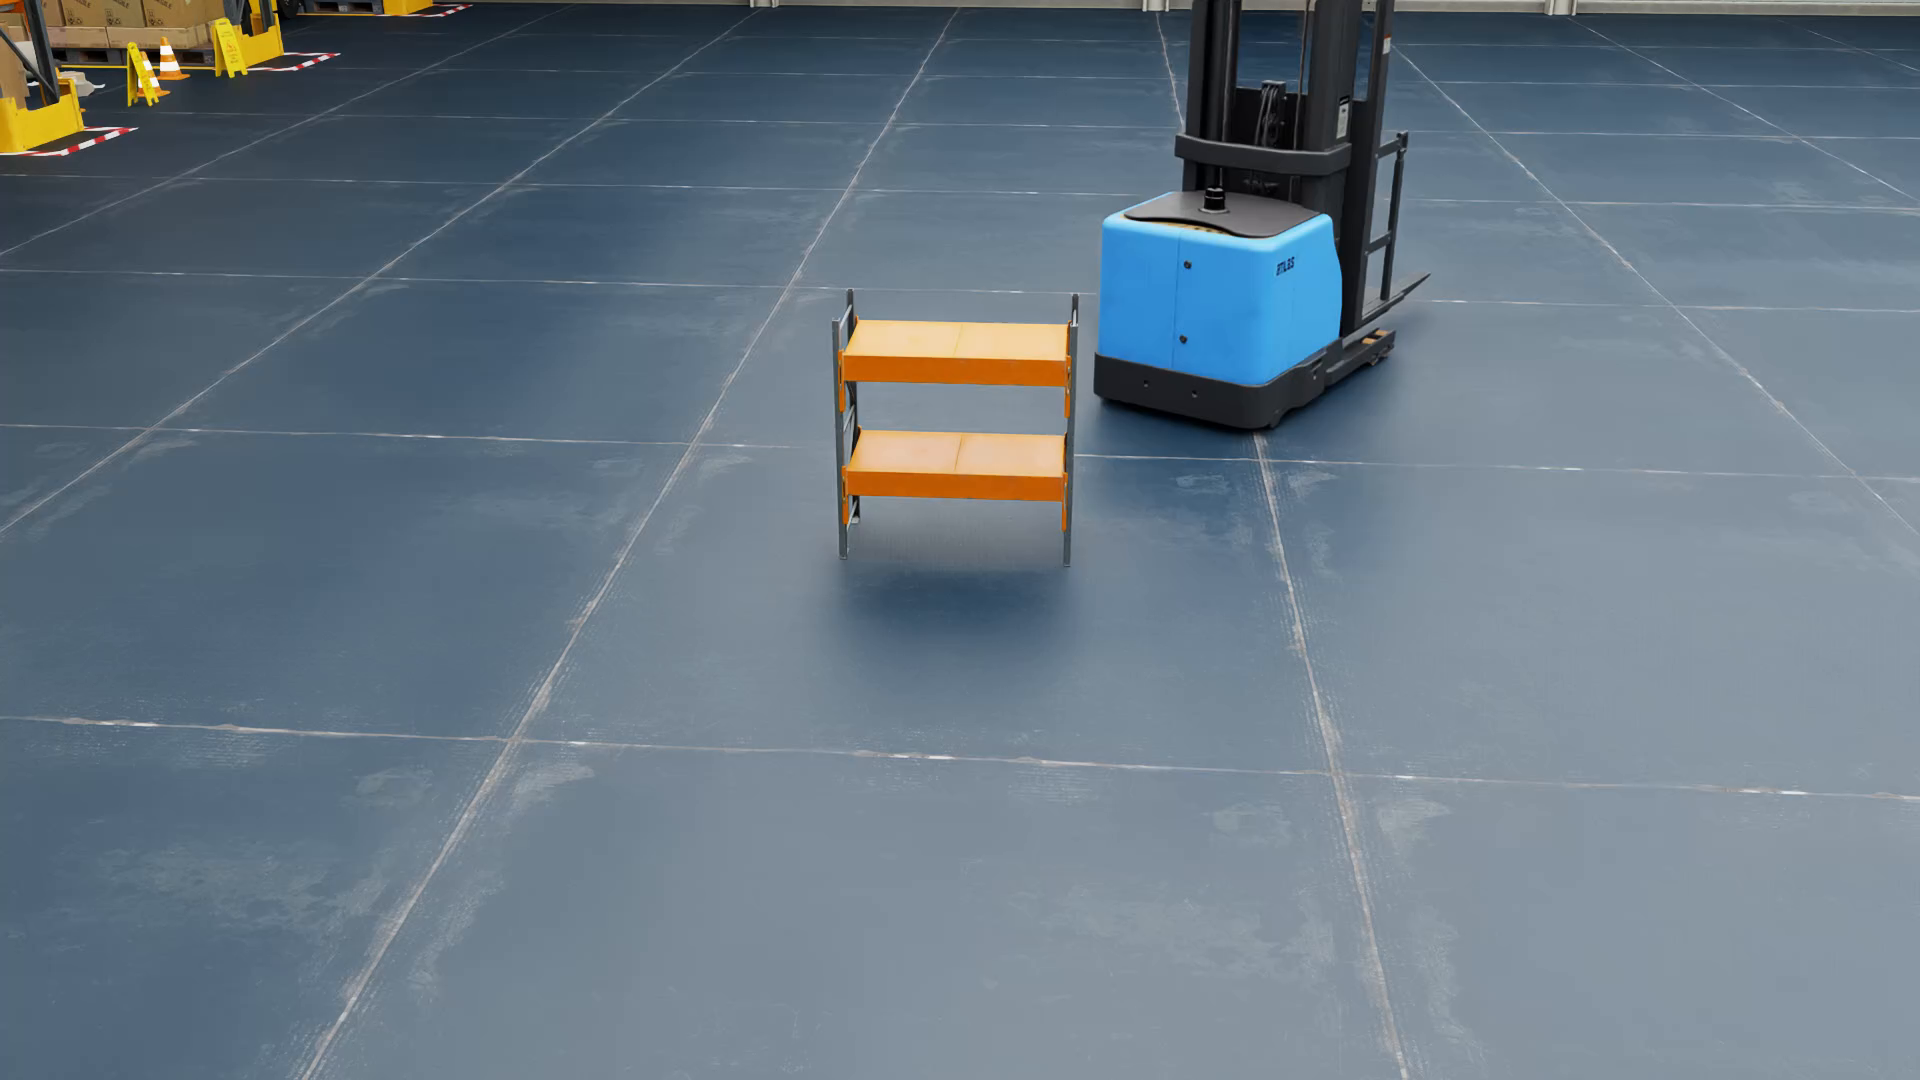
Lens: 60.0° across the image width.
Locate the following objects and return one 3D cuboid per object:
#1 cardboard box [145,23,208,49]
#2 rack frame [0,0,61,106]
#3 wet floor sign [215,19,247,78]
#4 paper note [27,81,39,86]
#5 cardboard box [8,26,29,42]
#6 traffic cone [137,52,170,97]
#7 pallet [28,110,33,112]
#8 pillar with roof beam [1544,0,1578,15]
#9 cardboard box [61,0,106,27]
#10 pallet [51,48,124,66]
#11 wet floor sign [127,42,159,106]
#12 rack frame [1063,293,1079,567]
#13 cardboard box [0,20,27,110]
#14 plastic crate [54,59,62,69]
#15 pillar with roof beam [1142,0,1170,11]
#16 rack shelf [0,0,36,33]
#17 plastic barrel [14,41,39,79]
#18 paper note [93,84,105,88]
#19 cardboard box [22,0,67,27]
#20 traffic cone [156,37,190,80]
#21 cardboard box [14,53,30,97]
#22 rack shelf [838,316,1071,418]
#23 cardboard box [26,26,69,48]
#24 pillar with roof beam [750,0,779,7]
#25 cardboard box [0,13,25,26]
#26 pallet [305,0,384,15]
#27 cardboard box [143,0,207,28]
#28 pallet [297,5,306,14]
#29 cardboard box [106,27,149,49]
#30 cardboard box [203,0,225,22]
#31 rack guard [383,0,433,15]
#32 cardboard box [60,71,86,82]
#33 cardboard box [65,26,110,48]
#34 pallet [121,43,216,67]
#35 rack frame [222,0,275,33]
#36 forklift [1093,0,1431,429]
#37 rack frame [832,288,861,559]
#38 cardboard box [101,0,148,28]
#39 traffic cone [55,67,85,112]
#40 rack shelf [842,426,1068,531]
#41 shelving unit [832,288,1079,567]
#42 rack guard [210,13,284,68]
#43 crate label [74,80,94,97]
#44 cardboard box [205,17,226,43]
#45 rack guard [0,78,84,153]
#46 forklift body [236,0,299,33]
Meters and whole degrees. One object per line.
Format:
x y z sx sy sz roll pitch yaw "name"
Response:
-9.600 -6.184 20.388 0.500 0.250 0.500 2 25 4 "cardboard box"
-9.028 -5.262 15.597 0.127 3.000 1.000 2 25 4 "rack frame"
-8.642 -5.806 19.597 0.232 0.644 0.267 11 27 22 "wet floor sign"
-10.680 -5.264 19.168 0.142 0.019 0.148 11 27 22 "paper note"
-11.637 -6.254 20.540 0.500 0.250 0.500 3 25 7 "cardboard box"
-9.023 -5.178 18.450 0.334 0.463 0.336 2 25 4 "traffic cone"
-9.831 -3.988 16.164 1.213 0.211 1.003 2 25 4 "pallet"
8.619 -10.150 19.043 0.400 9.000 9.100 2 25 4 "pillar with roof beam"
-10.591 -6.562 20.312 0.500 0.500 0.500 1 25 3 "cardboard box"
-10.846 -6.145 20.851 1.213 0.211 1.003 2 25 4 "pallet"
-8.847 -5.017 17.880 0.232 0.644 0.267 -2 25 -5 "wet floor sign"
0.500 -0.495 7.480 0.032 1.125 0.500 2 25 4 "rack frame"
-9.709 -4.481 15.940 0.875 0.875 0.875 2 25 4 "cardboard box"
-11.235 -5.738 20.124 0.583 0.080 0.402 -7 26 -14 "plastic crate"
2.637 -10.342 19.460 0.400 9.000 9.100 2 25 4 "pillar with roof beam"
-11.022 -4.999 15.886 4.000 0.370 1.077 2 25 4 "rack shelf"
-10.925 -5.593 19.398 0.421 0.421 0.512 22 33 39 "plastic barrel"
-9.844 -5.180 18.971 0.142 0.019 0.148 -7 26 -14 "paper note"
-11.119 -6.577 20.346 0.500 0.500 0.500 3 25 7 "cardboard box"
-9.277 -5.652 19.479 0.334 0.463 0.336 2 25 4 "traffic cone"
-10.694 -5.195 18.438 0.637 0.503 0.797 -17 30 -32 "cardboard box"
-0.007 -0.777 7.393 1.000 0.278 0.538 2 25 4 "rack shelf"
-11.108 -6.238 20.505 0.500 0.250 0.500 2 25 3 "cardboard box"
-3.345 -10.534 19.878 0.400 9.000 9.100 2 25 4 "pillar with roof beam"
-11.635 -6.595 20.383 0.500 0.500 0.500 3 25 6 "cardboard box"
-9.139 -8.137 25.182 1.213 0.211 1.003 2 25 4 "pallet"
-9.568 -6.527 20.237 0.500 0.500 0.500 2 25 4 "cardboard box"
-10.352 -8.177 25.269 1.213 0.211 1.003 2 25 4 "pallet"
-10.092 -6.203 20.430 0.500 0.250 0.500 2 25 4 "cardboard box"
-9.556 -6.752 20.725 0.500 0.500 0.500 1 25 2 "cardboard box"
-8.349 -8.261 25.104 0.348 0.500 1.175 2 25 4 "rack guard"
-10.210 -5.233 18.945 0.250 0.149 0.380 16 29 31 "cardboard box"
-10.614 -6.218 20.461 0.500 0.250 0.500 1 25 2 "cardboard box"
-9.632 -6.104 20.764 1.213 0.211 1.003 2 25 4 "pallet"
-8.749 -7.328 20.087 0.127 3.000 1.000 2 25 4 "rack frame"
2.009 -2.485 9.645 1.130 2.935 3.031 16 29 31 "forklift"
-0.514 -0.527 7.551 0.032 1.125 0.500 2 25 4 "rack frame"
-10.089 -6.543 20.270 0.500 0.500 0.500 3 25 6 "cardboard box"
-9.448 -4.718 17.450 0.334 0.463 0.336 2 25 4 "traffic cone"
-0.007 -0.289 7.618 1.000 0.278 0.538 2 25 4 "rack shelf"
-0.007 -0.511 7.515 1.048 1.125 0.538 2 25 4 "shelving unit"
-8.825 -6.195 20.615 0.348 0.500 1.175 2 25 4 "rack guard"
-9.811 -5.030 18.517 0.298 0.136 0.250 -11 27 -23 "crate label"
-9.532 -6.411 20.881 0.500 0.250 0.500 2 25 4 "cardboard box"
-9.004 -4.125 16.117 0.348 0.500 1.175 2 25 4 "rack guard"
-10.403 -8.312 23.240 1.214 2.155 2.313 2 25 4 "forklift body"
